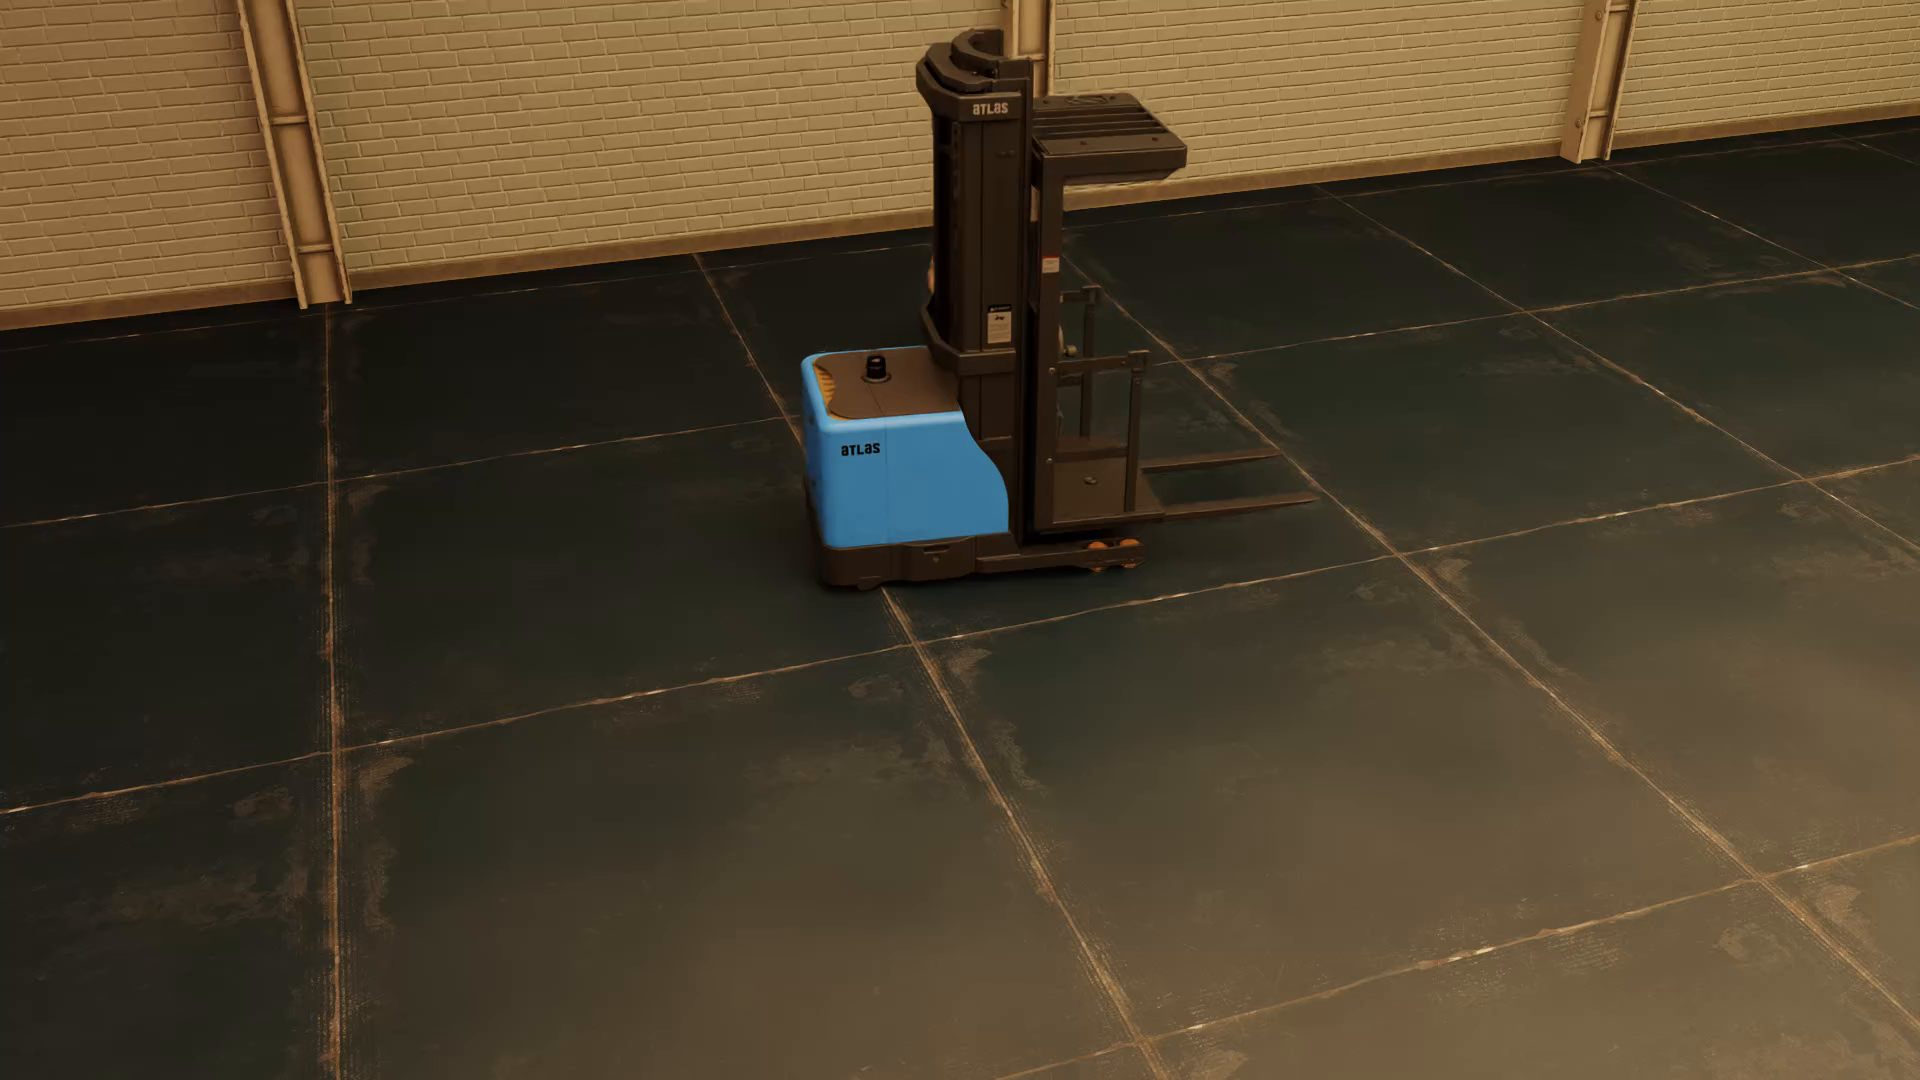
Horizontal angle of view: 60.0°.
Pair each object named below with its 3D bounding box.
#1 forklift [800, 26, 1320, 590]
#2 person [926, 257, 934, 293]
[{"bbox_3d":[0.620,-1.342,9.420,3.031,2.935,1.130,-6,30,-10],"label":"forklift"},{"bbox_3d":[0.108,-1.950,12.003,0.704,1.520,0.902,0,30,0],"label":"person"}]
